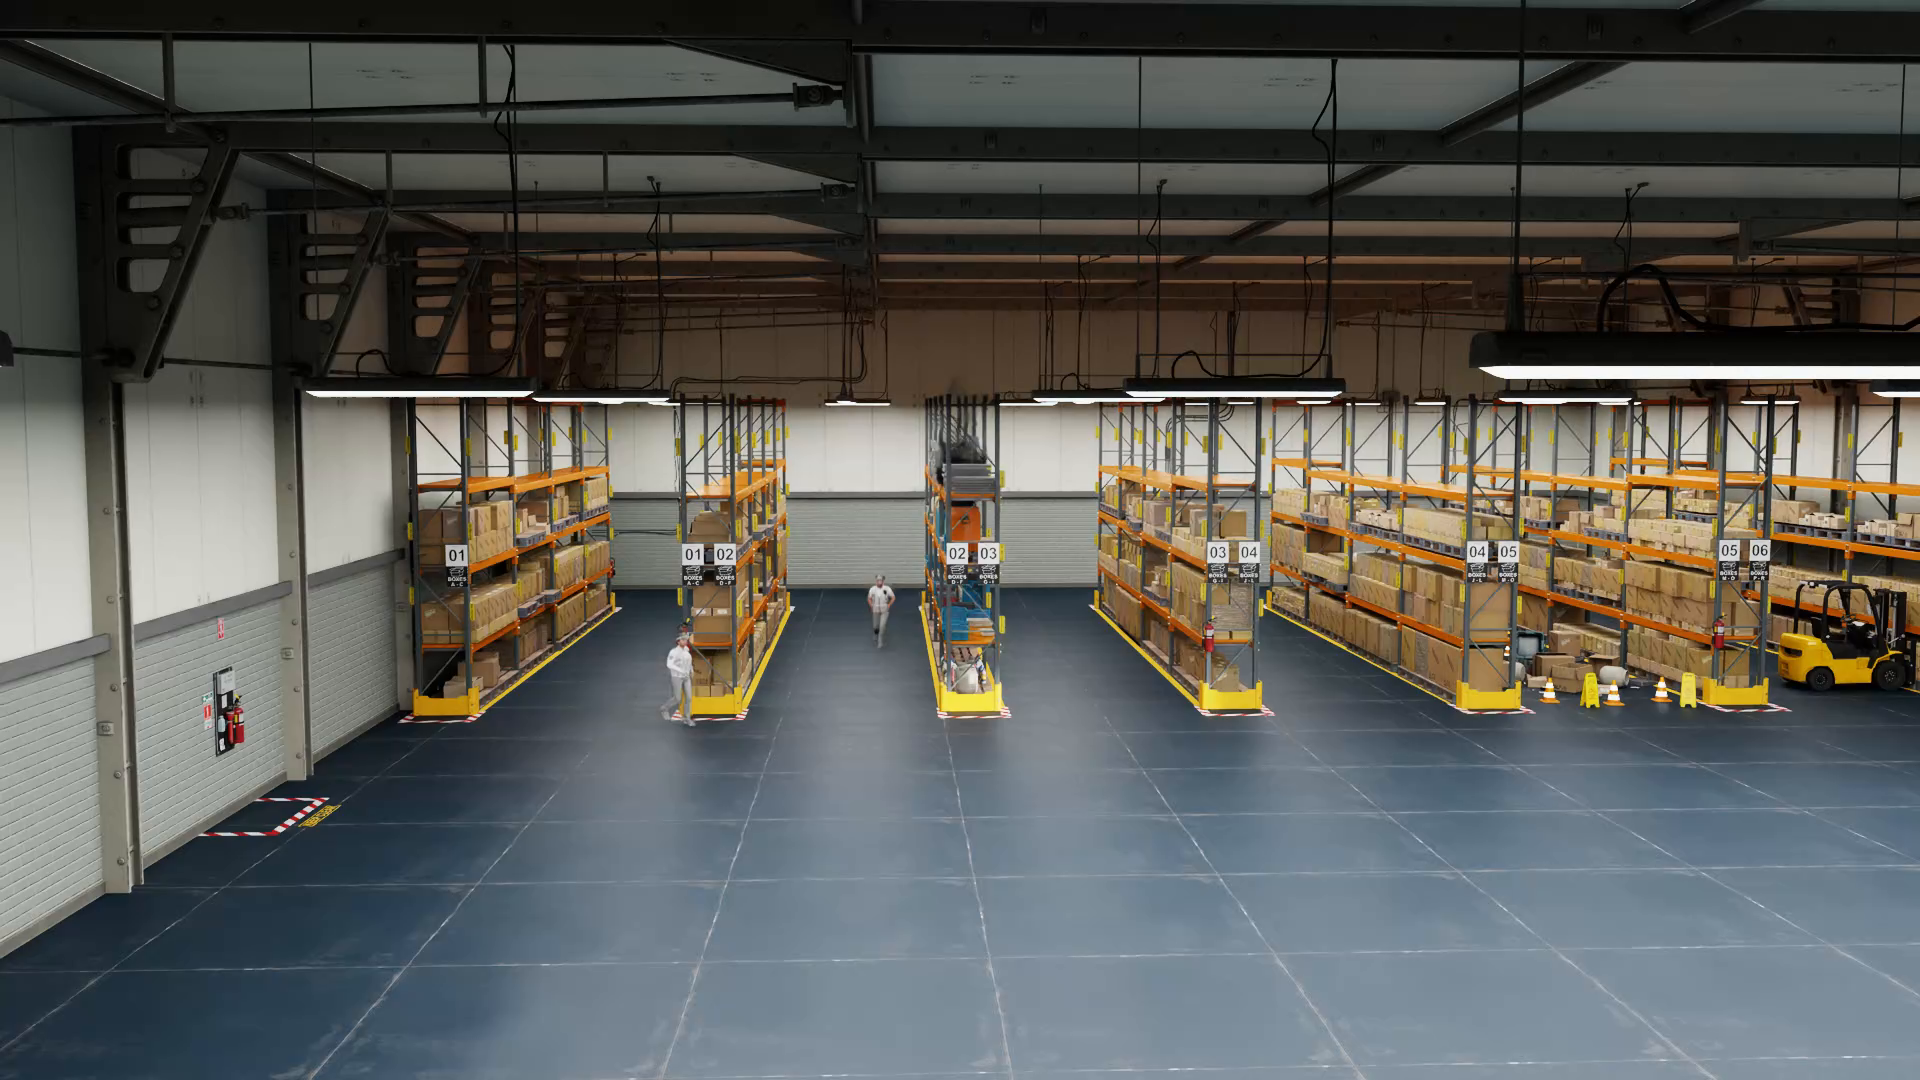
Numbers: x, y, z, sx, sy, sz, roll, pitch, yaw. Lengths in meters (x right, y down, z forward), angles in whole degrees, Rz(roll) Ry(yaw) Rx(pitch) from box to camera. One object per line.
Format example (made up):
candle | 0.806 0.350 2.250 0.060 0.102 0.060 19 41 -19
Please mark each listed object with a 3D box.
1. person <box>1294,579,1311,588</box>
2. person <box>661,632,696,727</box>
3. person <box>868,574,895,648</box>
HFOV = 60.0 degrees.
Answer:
person | 10.063 0.965 48.924 0.953 1.824 0.654 -1 5 -9
person | -5.082 2.504 30.164 0.789 1.706 0.641 3 6 36
person | -1.889 1.698 40.057 0.662 1.763 0.685 0 5 5
